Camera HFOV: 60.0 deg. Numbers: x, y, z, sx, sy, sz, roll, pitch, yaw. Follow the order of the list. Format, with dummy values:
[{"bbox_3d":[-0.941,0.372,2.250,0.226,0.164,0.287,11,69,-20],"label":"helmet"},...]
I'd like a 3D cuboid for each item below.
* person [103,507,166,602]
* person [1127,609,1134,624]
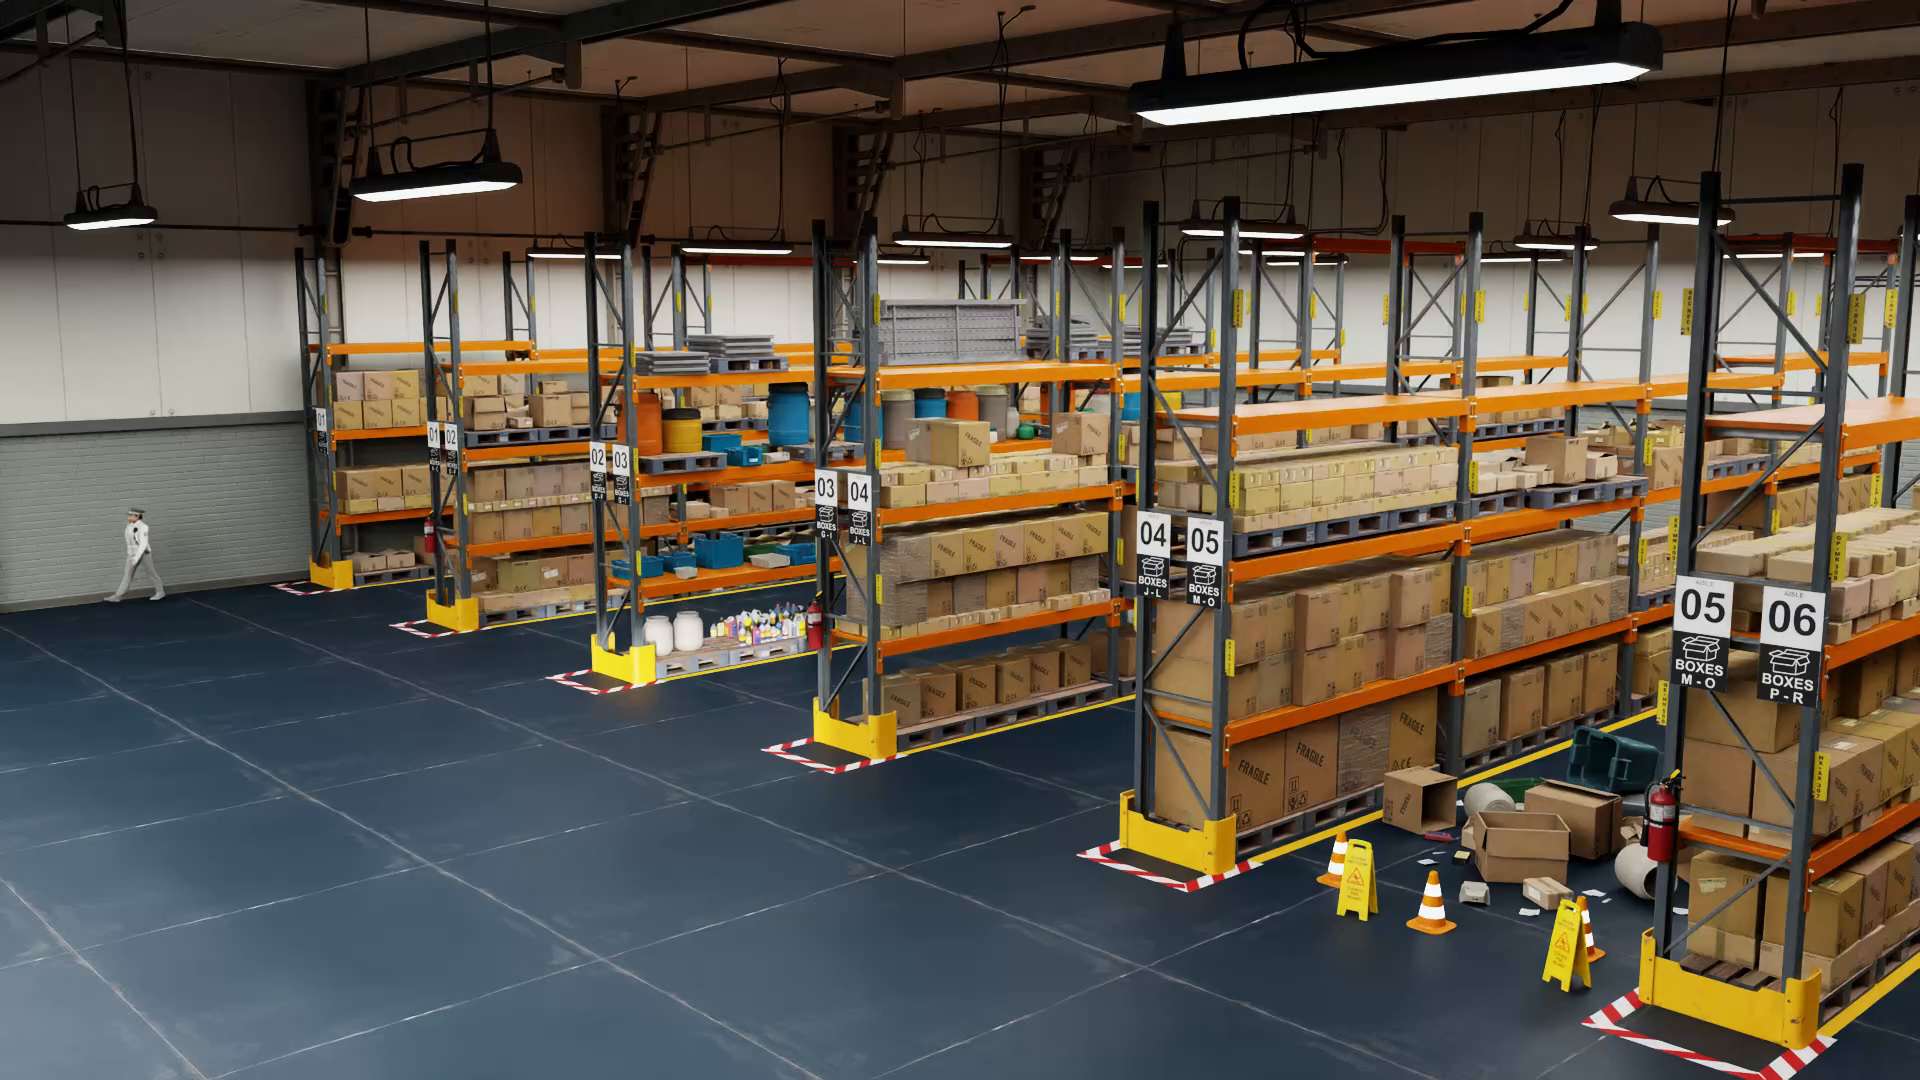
[{"bbox_3d":[-13.853,0.255,27.897,0.517,1.620,1.024,3,9,17],"label":"person"},{"bbox_3d":[2.642,0.619,24.500,0.511,1.530,0.602,4,9,27],"label":"person"}]
